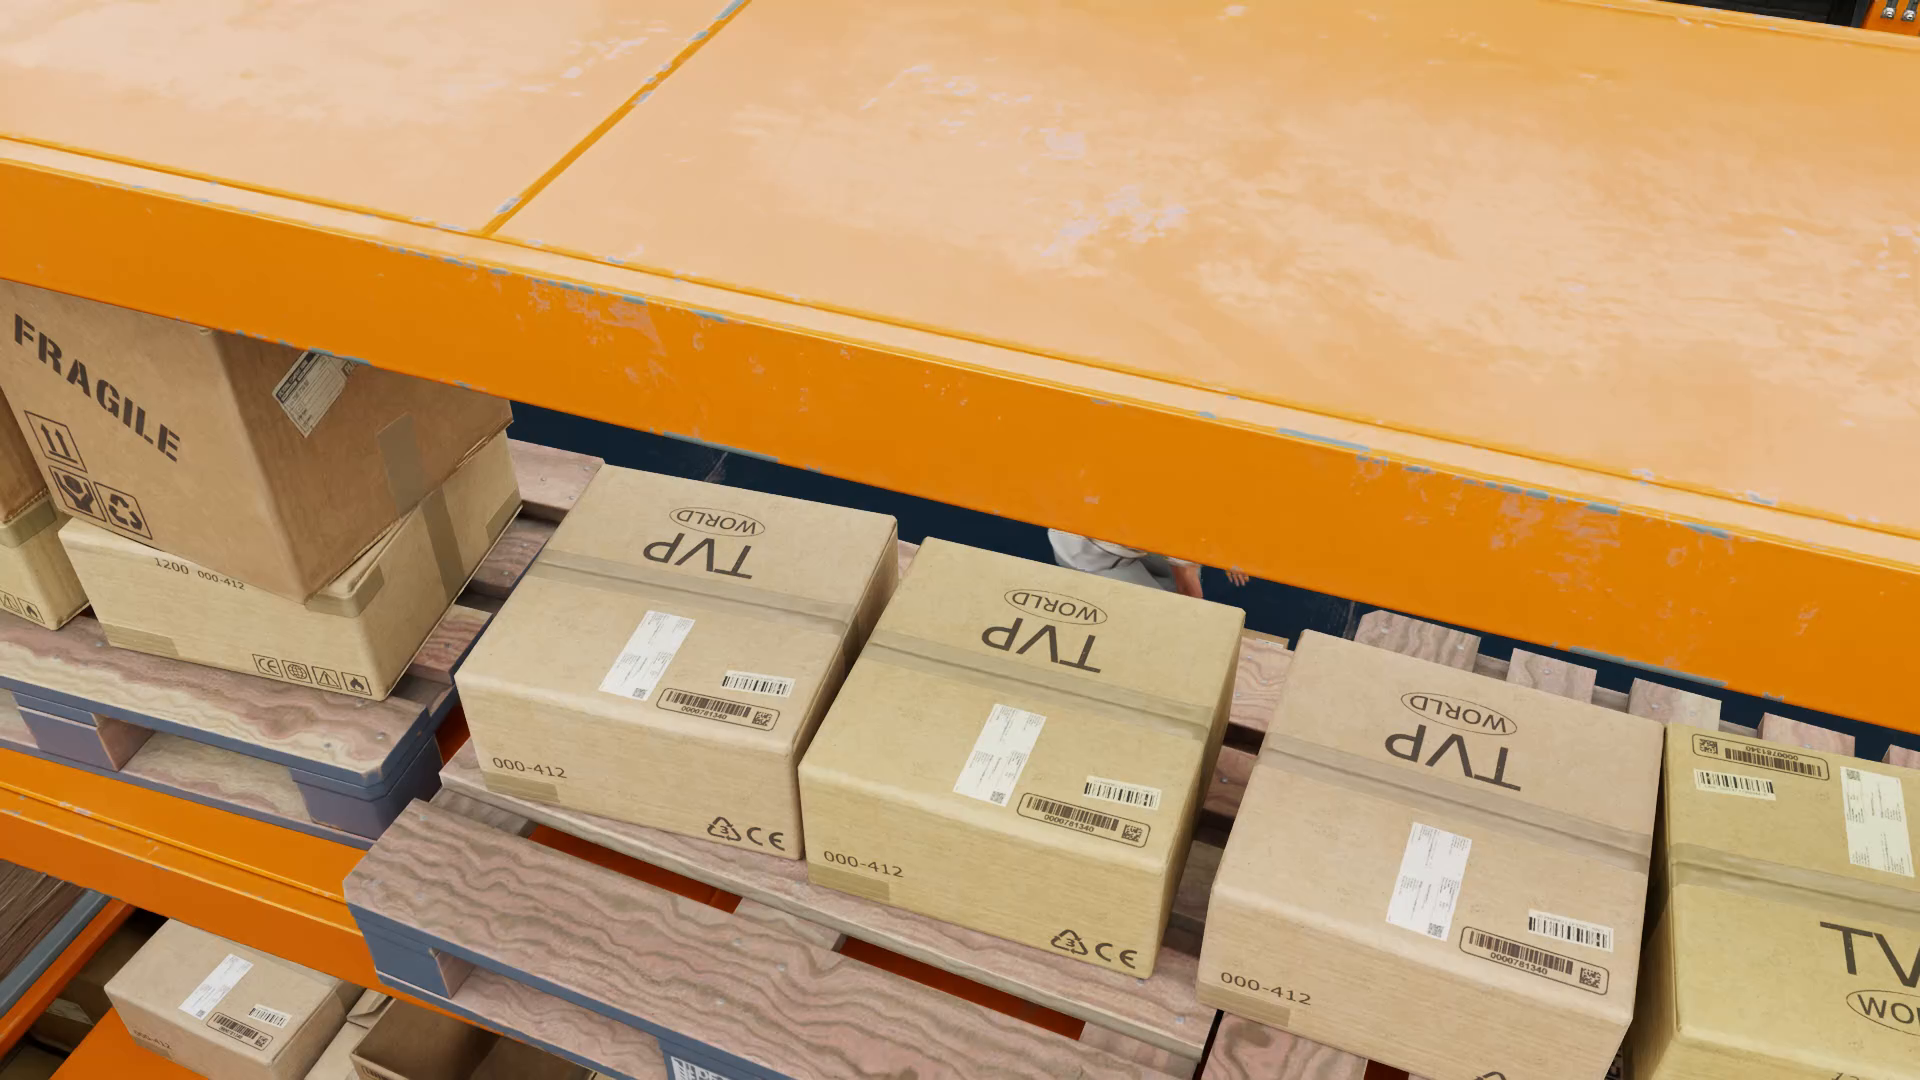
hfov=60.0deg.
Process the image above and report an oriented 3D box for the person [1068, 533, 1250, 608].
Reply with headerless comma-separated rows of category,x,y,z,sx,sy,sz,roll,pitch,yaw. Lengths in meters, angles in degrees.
person,0.909,0.155,6.489,1.044,1.080,0.515,12,43,13
